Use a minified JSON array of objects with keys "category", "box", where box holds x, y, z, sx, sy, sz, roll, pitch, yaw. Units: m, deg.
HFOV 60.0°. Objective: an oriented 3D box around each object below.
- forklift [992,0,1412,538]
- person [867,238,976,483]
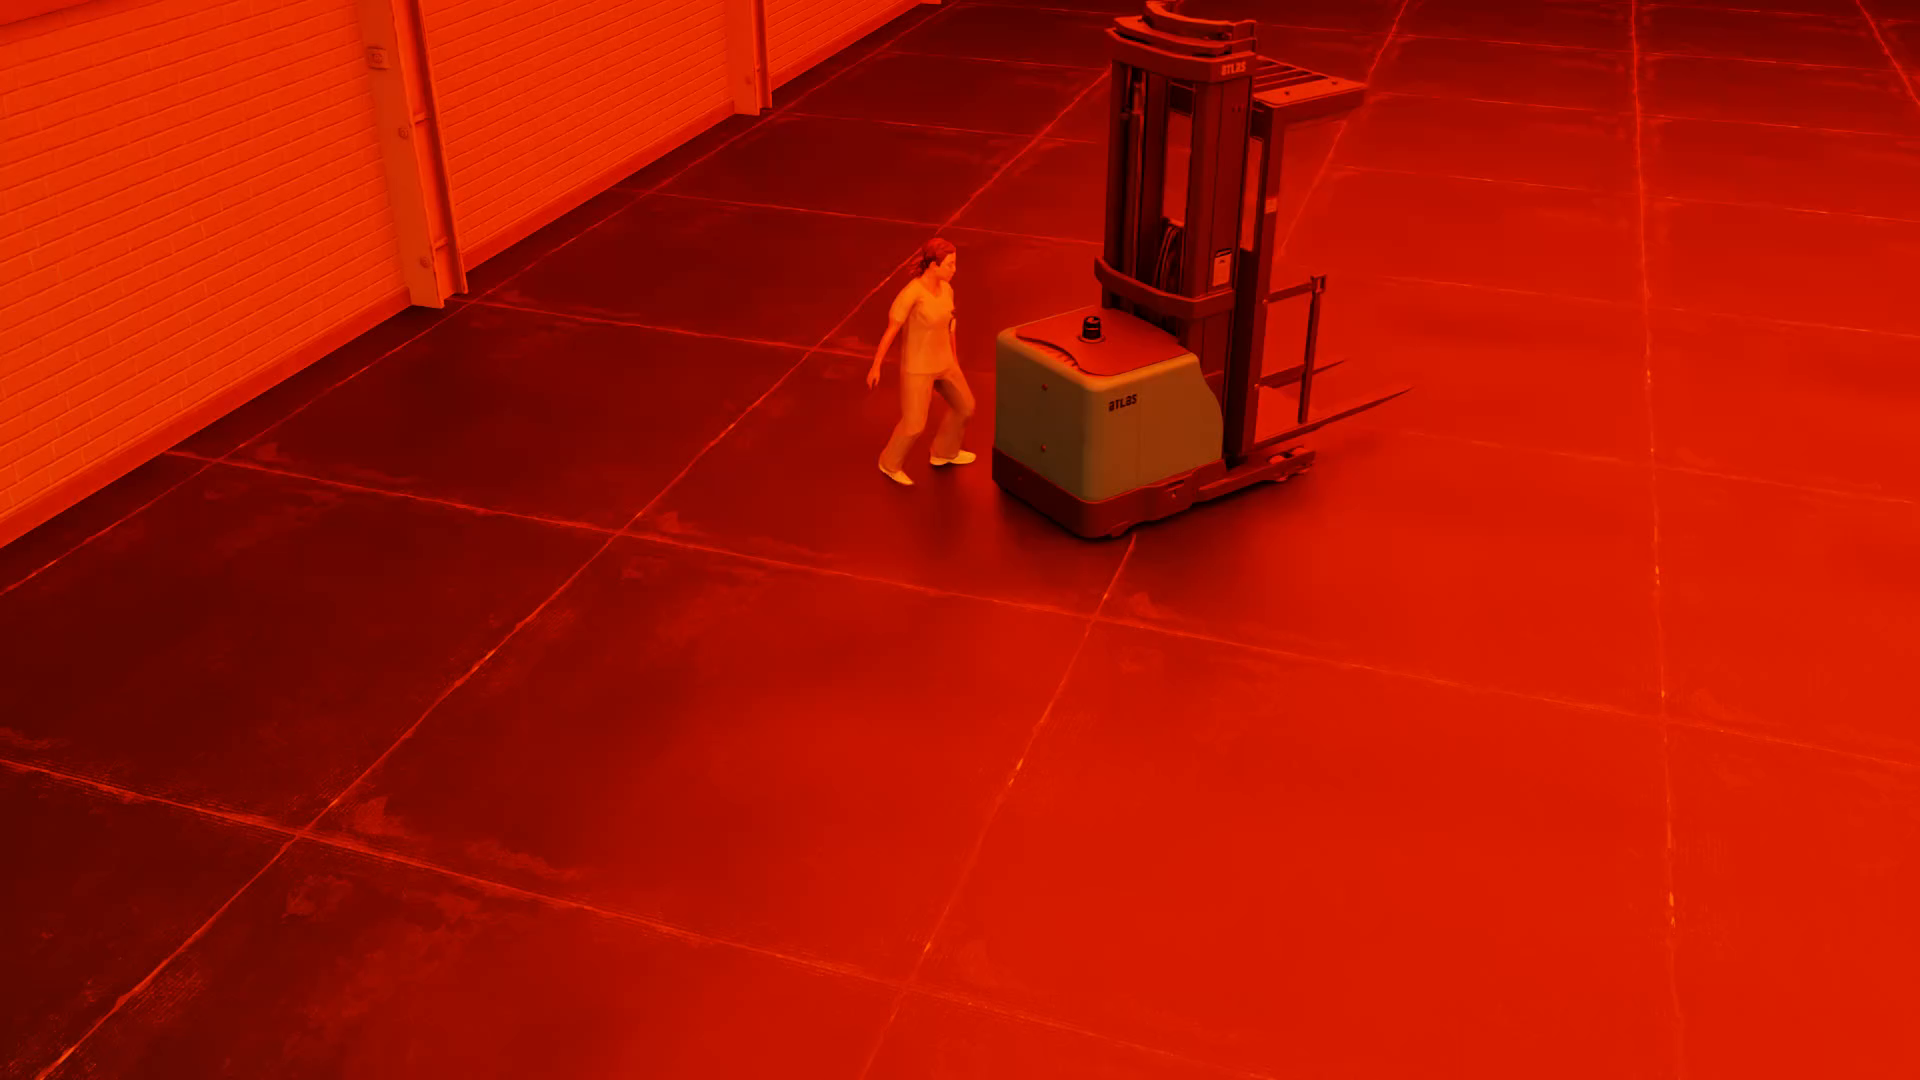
[{"category":"forklift","box":[1.702,-1.845,10.373,3.031,2.935,1.130,-19,35,-30]},{"category":"person","box":[-0.258,-1.110,10.468,0.804,1.646,0.478,-25,38,-36]}]
